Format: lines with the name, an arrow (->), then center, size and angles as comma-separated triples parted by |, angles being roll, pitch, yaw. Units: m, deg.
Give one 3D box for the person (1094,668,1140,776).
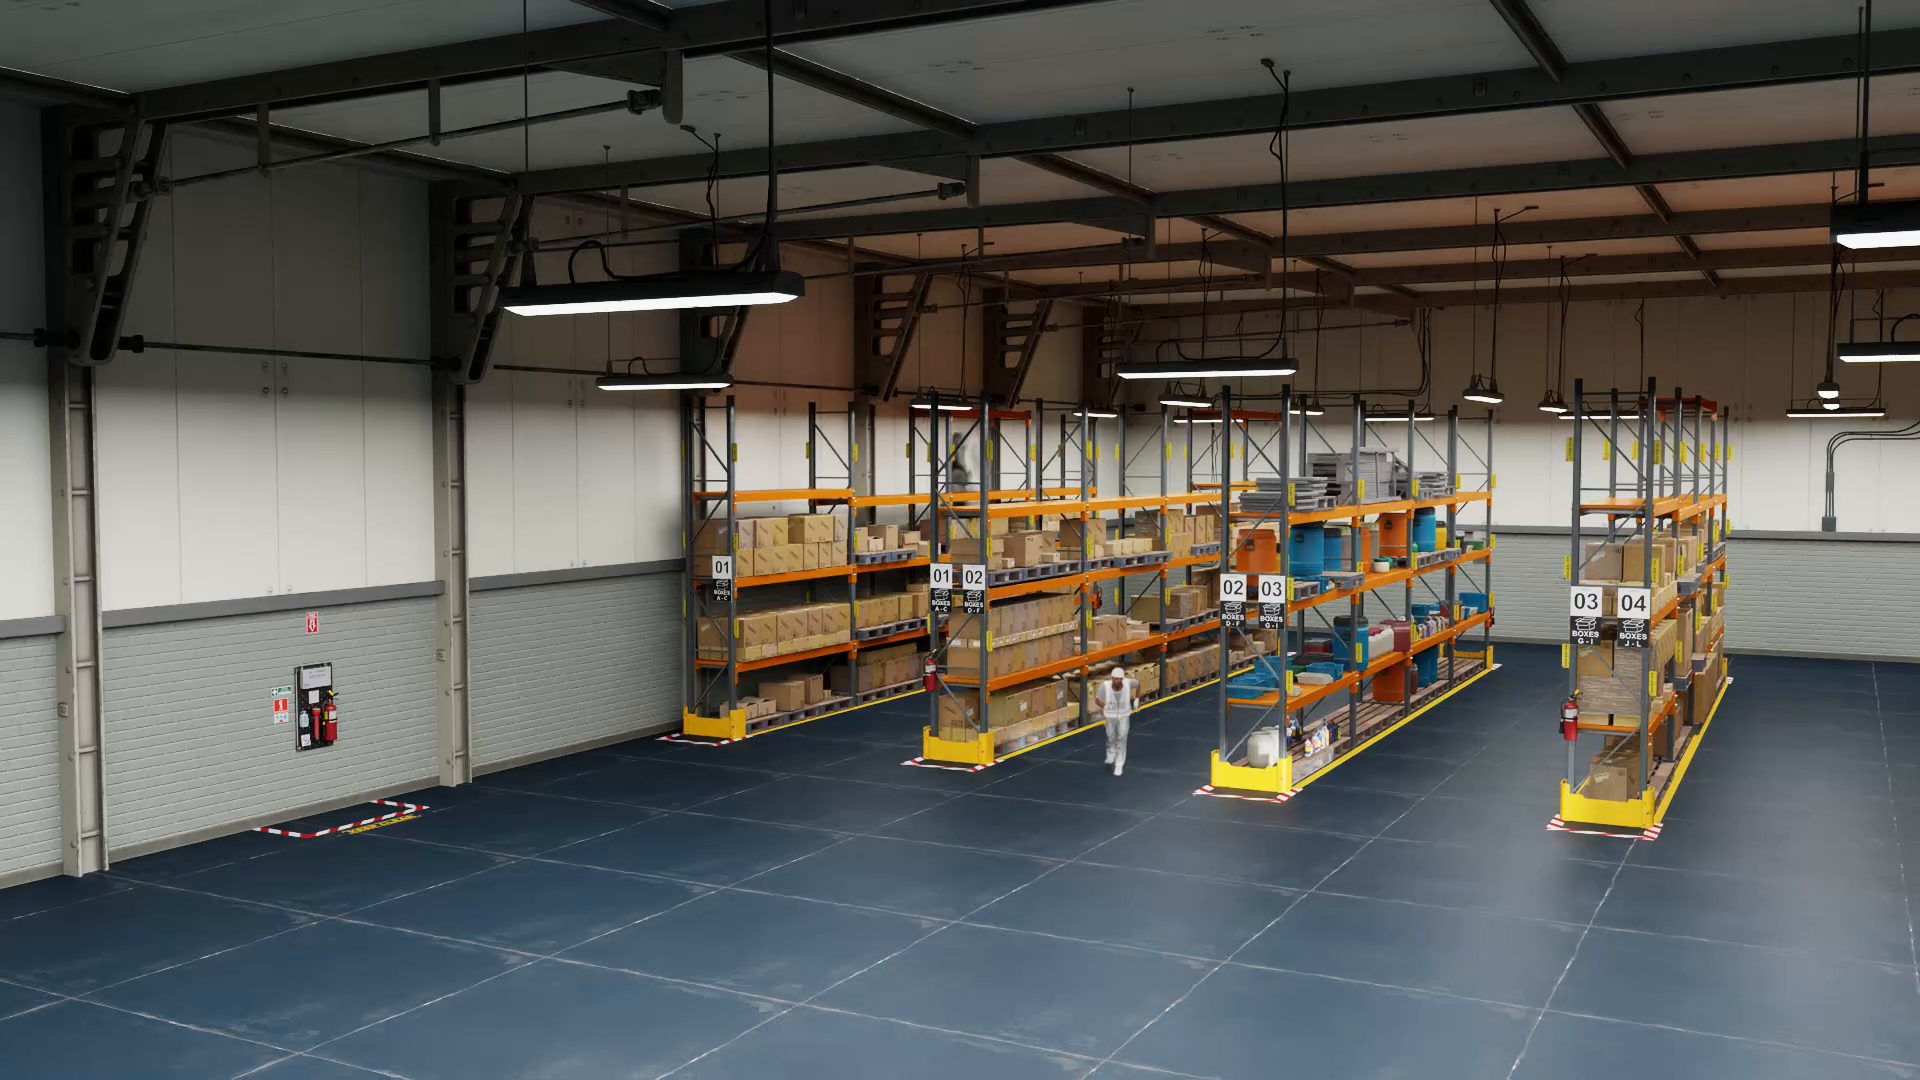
person -> 2.460, 2.816, 26.088 | 0.729, 1.726, 1.035 | 0, 3, 1
